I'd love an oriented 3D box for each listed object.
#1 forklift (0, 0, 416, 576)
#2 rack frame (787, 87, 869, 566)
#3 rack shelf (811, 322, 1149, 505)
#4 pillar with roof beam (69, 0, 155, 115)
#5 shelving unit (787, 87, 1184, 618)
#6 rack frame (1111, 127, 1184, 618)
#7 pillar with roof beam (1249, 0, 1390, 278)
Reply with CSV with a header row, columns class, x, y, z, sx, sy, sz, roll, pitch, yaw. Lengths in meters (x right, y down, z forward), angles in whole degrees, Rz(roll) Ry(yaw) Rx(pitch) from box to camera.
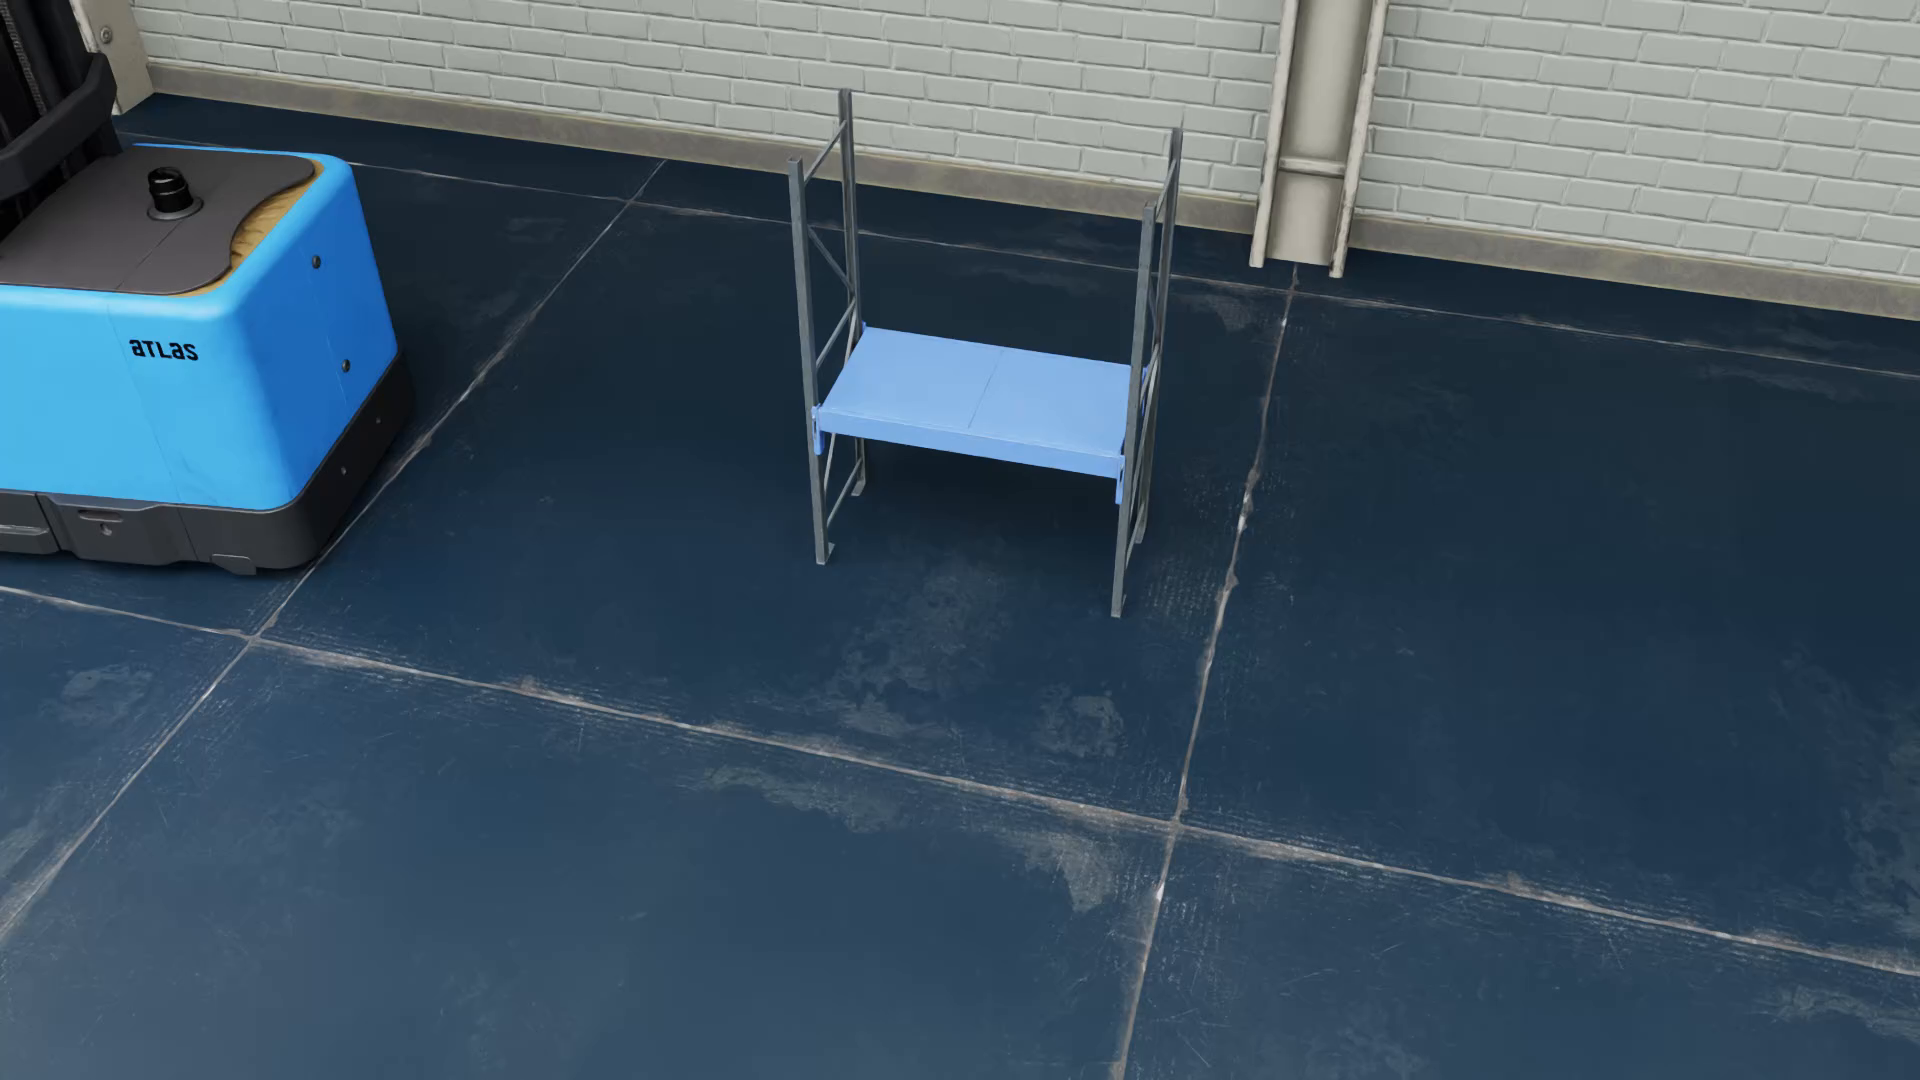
class,x,y,z,sx,sy,sz,roll,pitch,yaw
forklift,-3.600,-1.423,5.165,3.031,2.935,1.130,5,40,6
rack frame,-0.409,-0.645,5.351,0.032,1.500,0.500,10,41,11
rack shelf,0.082,-0.422,5.366,1.000,0.185,0.538,10,41,11
pillar with roof beam,-5.434,-3.010,2.337,0.400,9.000,9.100,10,41,11
shelving unit,0.082,-0.560,5.251,1.048,1.500,0.538,10,41,11
rack frame,0.573,-0.476,5.150,0.032,1.500,0.500,10,41,11
pillar with roof beam,0.362,-2.013,1.150,0.400,9.000,9.100,10,41,11
